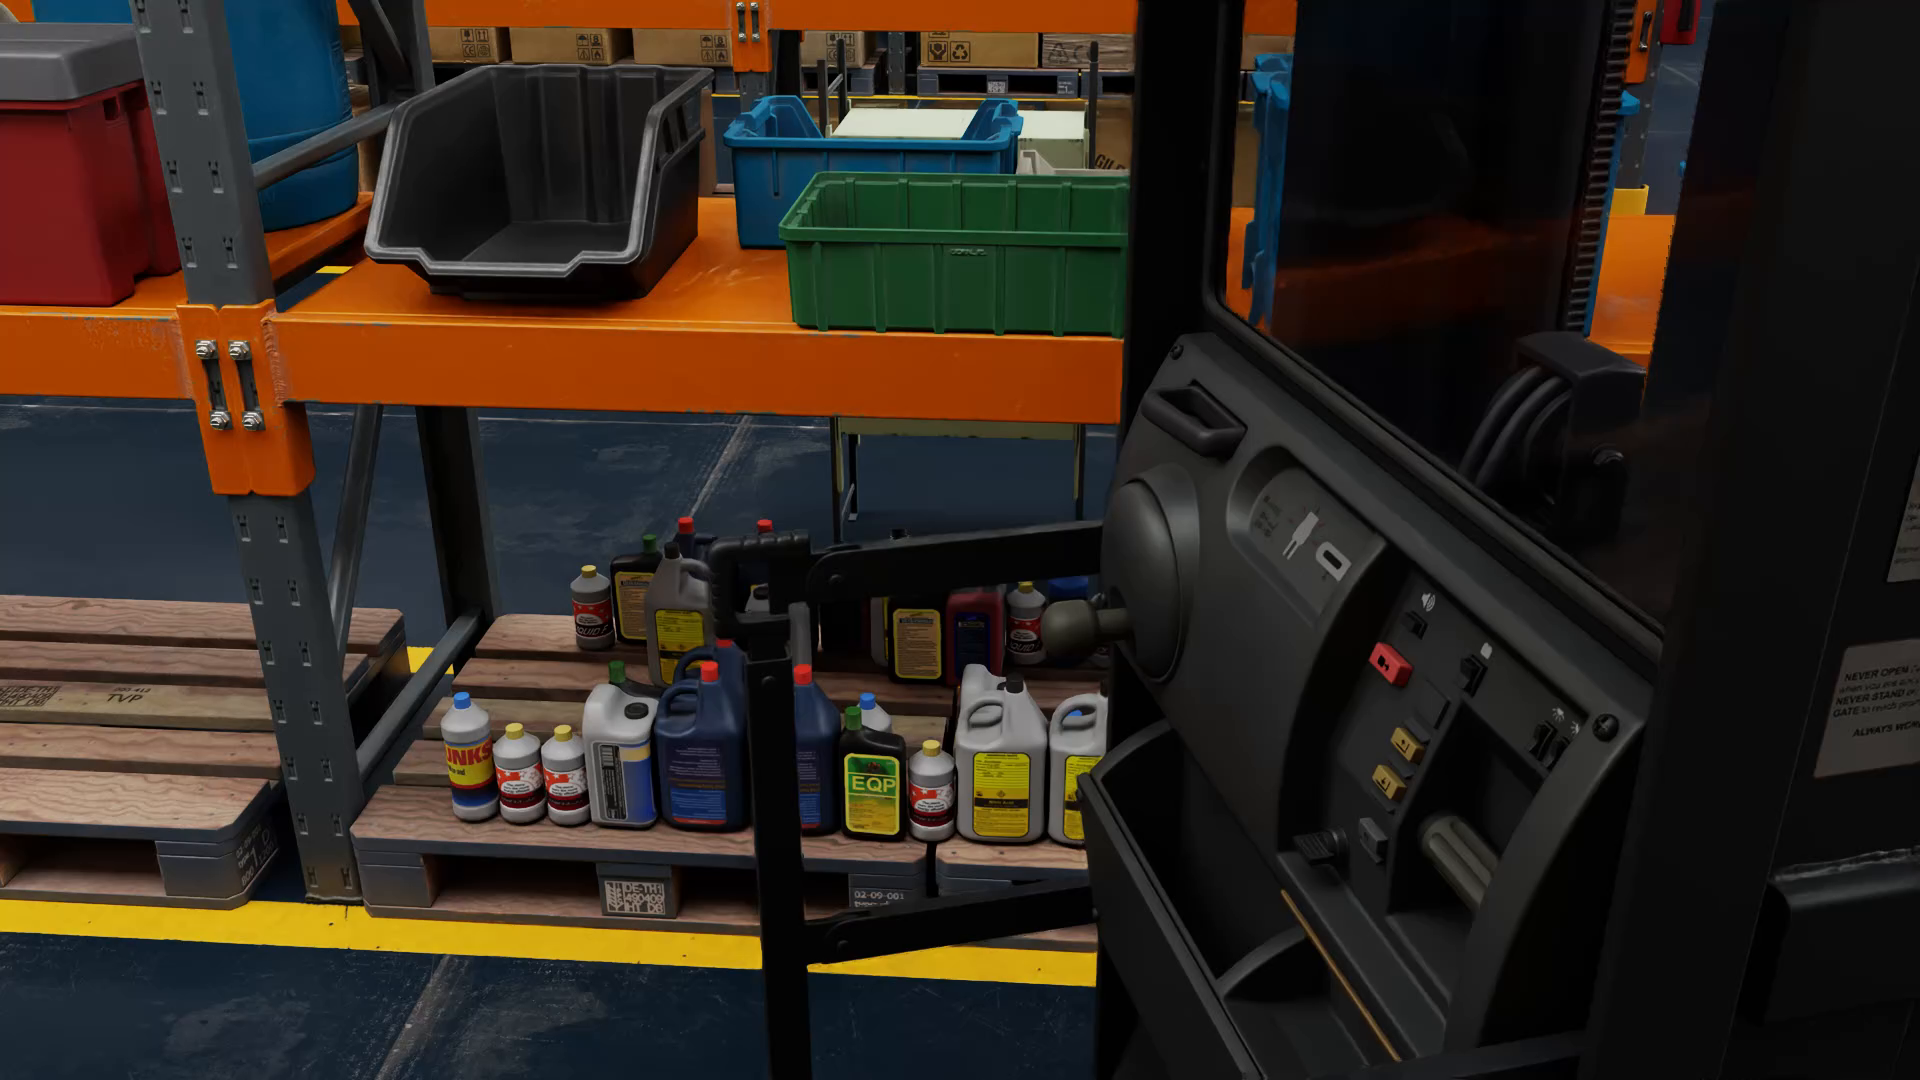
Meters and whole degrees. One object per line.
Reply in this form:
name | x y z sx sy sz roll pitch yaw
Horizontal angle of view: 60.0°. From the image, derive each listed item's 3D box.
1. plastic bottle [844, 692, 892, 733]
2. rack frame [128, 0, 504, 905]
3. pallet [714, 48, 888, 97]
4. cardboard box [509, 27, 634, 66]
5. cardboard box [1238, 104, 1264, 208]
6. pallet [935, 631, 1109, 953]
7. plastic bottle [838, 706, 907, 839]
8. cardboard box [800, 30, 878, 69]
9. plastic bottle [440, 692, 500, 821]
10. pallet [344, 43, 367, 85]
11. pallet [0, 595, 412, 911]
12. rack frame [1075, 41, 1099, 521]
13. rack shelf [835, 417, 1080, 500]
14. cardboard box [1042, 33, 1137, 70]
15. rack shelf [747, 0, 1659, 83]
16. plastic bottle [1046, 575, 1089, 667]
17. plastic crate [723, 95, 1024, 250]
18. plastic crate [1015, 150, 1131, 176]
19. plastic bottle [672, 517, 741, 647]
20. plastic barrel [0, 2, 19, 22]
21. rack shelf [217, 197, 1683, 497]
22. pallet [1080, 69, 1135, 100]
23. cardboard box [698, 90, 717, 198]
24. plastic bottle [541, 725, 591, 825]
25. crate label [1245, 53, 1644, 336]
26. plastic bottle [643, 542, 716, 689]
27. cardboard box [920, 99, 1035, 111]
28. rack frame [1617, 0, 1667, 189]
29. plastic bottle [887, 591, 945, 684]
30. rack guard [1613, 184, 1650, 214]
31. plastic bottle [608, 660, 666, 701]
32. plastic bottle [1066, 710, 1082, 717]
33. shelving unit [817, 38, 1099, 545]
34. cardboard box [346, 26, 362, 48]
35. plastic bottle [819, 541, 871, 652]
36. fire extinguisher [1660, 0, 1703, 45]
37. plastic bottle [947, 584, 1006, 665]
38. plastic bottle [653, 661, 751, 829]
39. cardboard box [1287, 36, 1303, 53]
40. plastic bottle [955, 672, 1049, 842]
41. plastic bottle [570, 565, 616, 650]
plastic bottle | -0.189 0.441 3.441 0.097 0.271 0.097 0 25 0
rack frame | -1.300 -0.792 3.384 0.127 3.000 1.000 2 25 4
pallet | -1.215 -3.647 12.924 1.213 0.211 1.003 2 25 4
cardboard box | -2.956 -4.134 12.835 0.750 0.750 1.050 2 25 5
cardboard box | 1.225 -1.844 8.156 0.500 0.500 0.500 4 25 9
pallet | 0.587 0.551 3.800 1.213 0.211 1.003 2 25 4
plastic bottle | -0.177 0.469 3.365 0.133 0.283 0.061 3 25 6
cardboard box | -1.066 -4.072 12.700 0.750 0.750 1.050 2 25 4
plastic bottle | -1.015 0.440 3.443 0.097 0.271 0.097 0 25 0
pallet | -5.207 -3.808 13.272 1.213 0.211 1.003 2 25 4
pallet | -2.085 0.465 3.986 1.213 0.211 1.003 2 25 4
rack frame | 0.372 -0.669 4.911 0.023 1.500 0.400 2 25 4
rack shelf | 0.007 -0.385 5.072 0.720 0.370 0.431 2 25 4
cardboard box | 1.081 -4.070 12.545 0.875 0.875 0.875 2 25 4
rack shelf | 1.074 -2.466 7.881 4.000 0.370 1.077 2 25 4
plastic bottle | 0.261 0.167 4.037 0.097 0.271 0.097 0 25 0
plastic crate | -0.175 -0.803 3.584 0.616 0.251 0.499 2 25 4
plastic crate | 0.339 -0.726 3.555 0.437 0.136 0.530 2 25 4
plastic bottle | -0.635 0.112 4.062 0.185 0.351 0.144 1 25 3
plastic barrel | -2.237 -0.976 3.620 0.433 0.535 0.433 0 25 0
rack shelf | 0.695 -0.402 3.395 4.000 0.370 1.077 2 25 4
pallet | 1.532 -3.559 12.732 1.213 0.211 1.003 2 25 4
cardboard box | -1.531 -1.950 8.363 0.500 0.500 0.700 0 25 0
plastic bottle | -0.813 0.478 3.443 0.097 0.201 0.097 0 25 0
crate label | 0.833 -0.627 2.981 0.616 0.435 0.502 2 25 4
plastic bottle | -0.646 0.172 3.931 0.185 0.351 0.144 2 25 4
cardboard box | 0.047 -1.867 8.208 0.500 0.500 0.500 10 27 21
rack frame | 3.068 -2.729 7.592 0.127 3.000 1.000 2 25 4
plastic bottle | -0.104 0.202 3.945 0.133 0.283 0.061 2 25 4
rack guard | 2.992 -1.596 8.120 0.348 0.500 1.175 2 25 4
plastic bottle | -0.683 0.389 3.539 0.133 0.283 0.061 2 25 4
plastic bottle | 0.237 0.452 3.501 0.097 0.201 0.097 0 25 0
shelving unit | 0.007 -0.681 4.936 0.755 1.500 0.431 2 25 4
cardboard box | -5.114 -4.233 13.349 0.500 0.500 0.500 1 25 2
plastic bottle | -0.278 0.136 4.089 0.133 0.283 0.061 3 25 8
fire extinguisher | 3.147 -2.498 7.183 0.183 0.674 0.296 2 25 4
plastic bottle | 0.040 0.169 4.027 0.135 0.276 0.152 2 25 5
plastic bottle | -0.526 0.410 3.413 0.185 0.351 0.144 3 25 5
cardboard box | 2.867 -4.012 12.421 0.875 0.875 0.875 2 25 4
plastic bottle | 0.086 0.430 3.371 0.185 0.351 0.144 2 25 4
plastic bottle | -0.914 0.161 4.134 0.097 0.201 0.097 0 25 0
